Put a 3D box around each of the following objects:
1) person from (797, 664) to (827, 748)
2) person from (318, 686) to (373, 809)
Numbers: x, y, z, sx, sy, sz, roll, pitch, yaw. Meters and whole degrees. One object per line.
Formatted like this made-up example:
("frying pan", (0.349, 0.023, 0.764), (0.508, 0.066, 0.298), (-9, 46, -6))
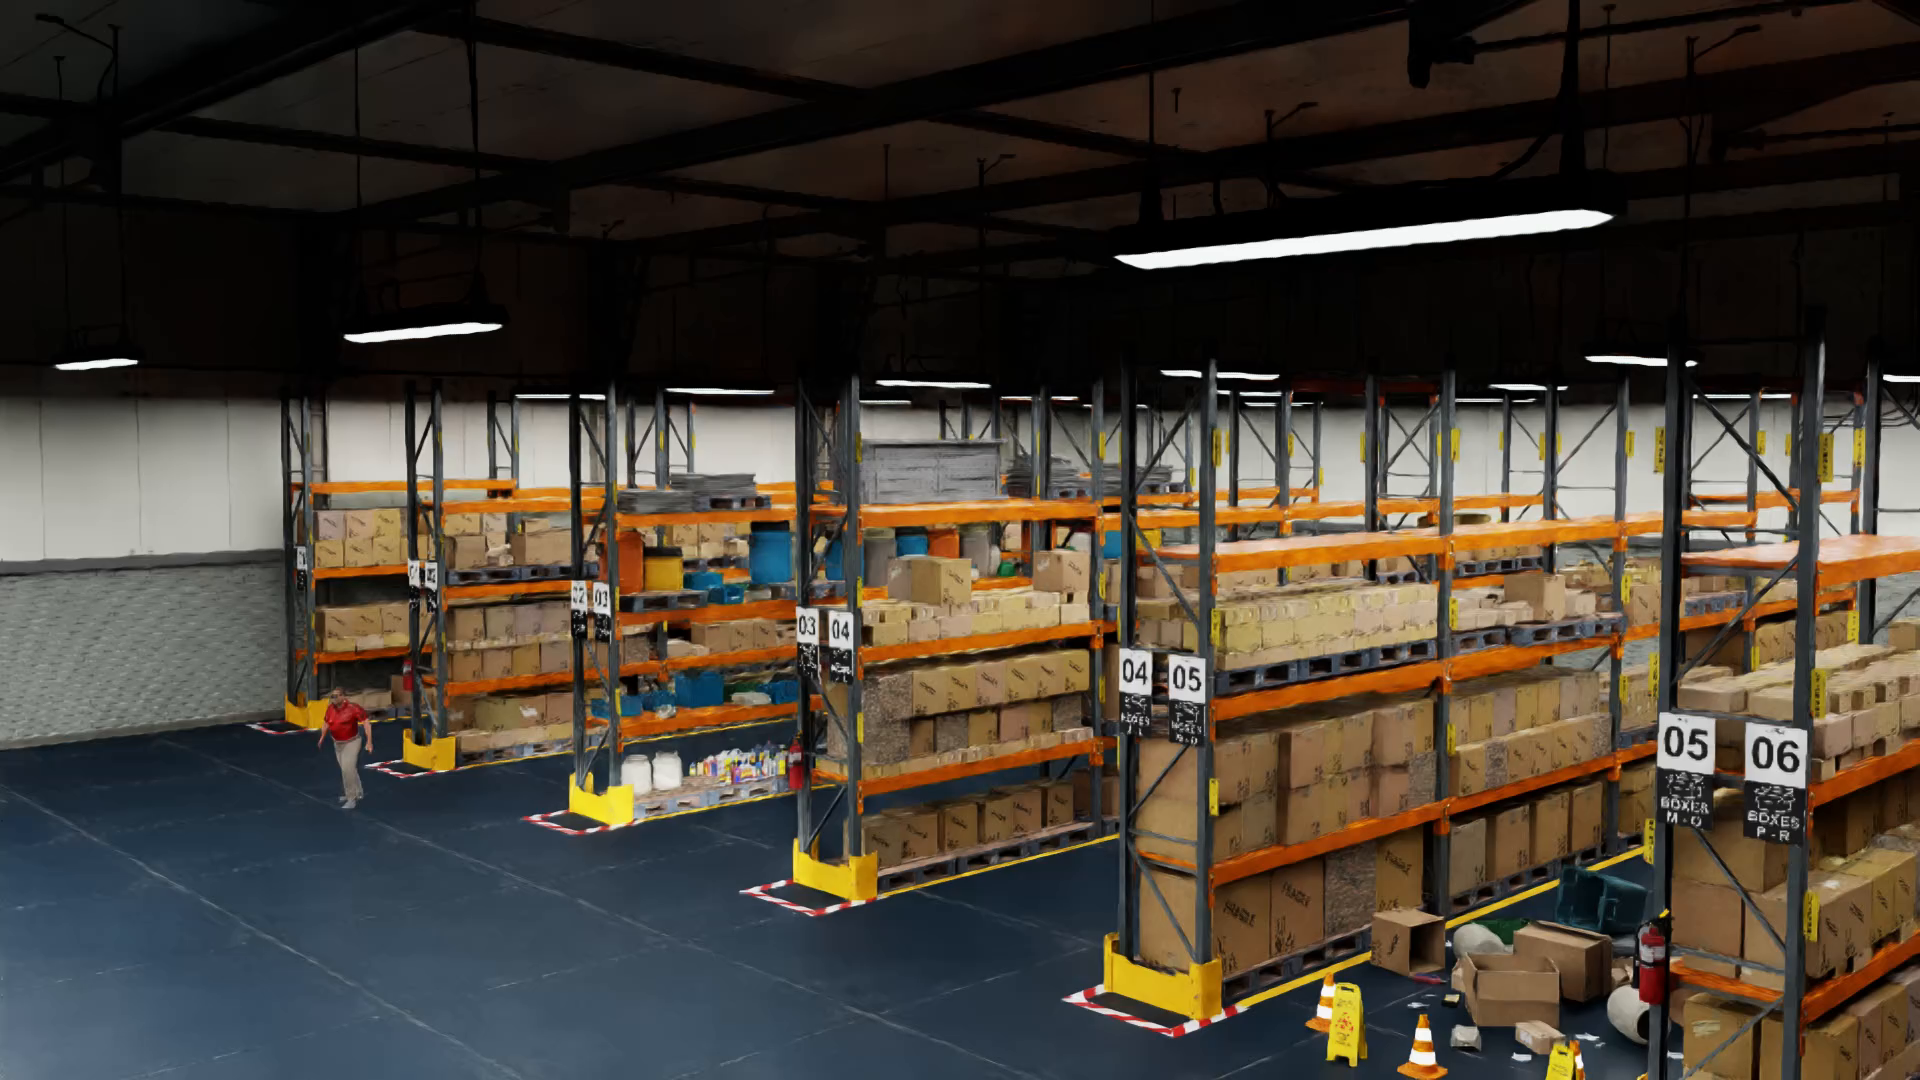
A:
("person", (-2.433, 2.581, 26.861), (1.194, 1.698, 0.598), (-3, 5, -41))
("person", (-8.518, 2.850, 23.095), (0.679, 1.672, 0.748), (2, 4, 25))
